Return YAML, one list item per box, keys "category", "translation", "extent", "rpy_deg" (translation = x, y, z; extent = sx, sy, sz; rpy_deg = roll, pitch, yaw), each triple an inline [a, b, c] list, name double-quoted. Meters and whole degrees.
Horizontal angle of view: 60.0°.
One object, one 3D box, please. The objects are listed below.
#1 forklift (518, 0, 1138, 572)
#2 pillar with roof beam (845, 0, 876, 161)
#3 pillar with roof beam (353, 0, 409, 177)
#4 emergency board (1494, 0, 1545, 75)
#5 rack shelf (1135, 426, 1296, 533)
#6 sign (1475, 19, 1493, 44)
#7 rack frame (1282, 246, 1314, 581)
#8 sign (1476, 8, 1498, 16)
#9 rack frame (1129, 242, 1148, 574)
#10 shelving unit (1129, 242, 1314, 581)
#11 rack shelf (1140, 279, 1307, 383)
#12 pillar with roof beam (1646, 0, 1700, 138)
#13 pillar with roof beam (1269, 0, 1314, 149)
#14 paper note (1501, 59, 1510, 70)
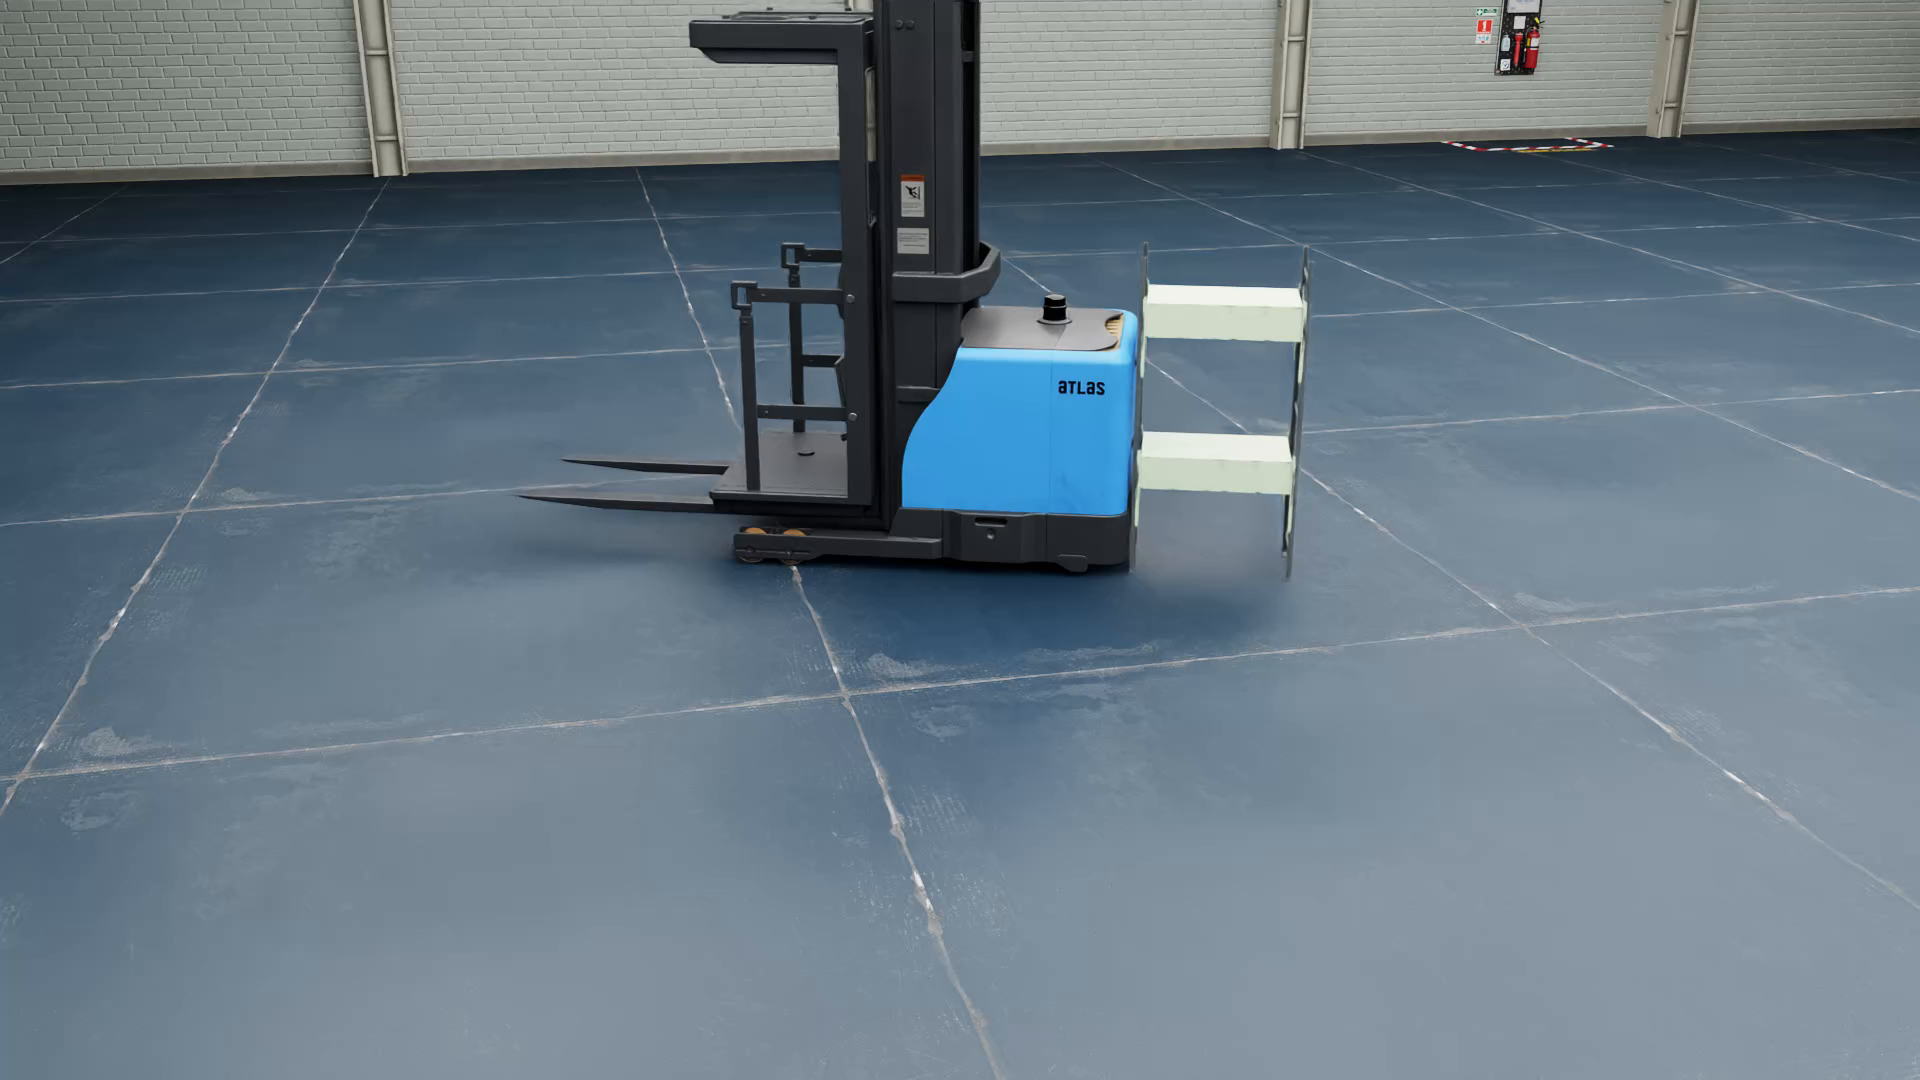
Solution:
- category: "forklift"
  translation: [-0.655, -1.433, 7.966]
  extent: [3.031, 2.935, 1.130]
  rpy_deg: [3, 20, 7]
- category: "pillar with roof beam"
  translation: [-0.271, -7.821, 16.583]
  extent: [0.400, 9.000, 9.100]
  rpy_deg: [-5, 21, -12]
- category: "pillar with roof beam"
  translation: [-6.110, -7.346, 15.286]
  extent: [0.400, 9.000, 9.100]
  rpy_deg: [-5, 21, -12]
- category: "emergency board"
  translation: [8.003, -7.212, 23.642]
  extent: [0.643, 1.169, 0.194]
  rpy_deg: [-5, 21, -12]
- category: "rack shelf"
  translation: [1.201, -0.291, 7.877]
  extent: [0.720, 0.370, 0.431]
  rpy_deg: [3, 20, 7]
- category: "sign"
  translation: [7.441, -7.220, 23.611]
  extent: [0.234, 0.329, 0.001]
  rpy_deg: [-5, 21, -12]
- category: "rack frame"
  translation: [1.564, -0.581, 7.720]
  extent: [0.023, 1.500, 0.400]
  rpy_deg: [3, 20, 7]
- category: "sign"
  translation: [7.448, -7.466, 23.512]
  extent: [0.331, 0.109, 0.001]
  rpy_deg: [-5, 21, -12]
- category: "rack frame"
  translation: [0.839, -0.614, 7.809]
  extent: [0.023, 1.500, 0.400]
  rpy_deg: [3, 20, 7]
- category: "shelving unit"
  translation: [1.201, -0.597, 7.764]
  extent: [0.755, 1.500, 0.431]
  rpy_deg: [3, 20, 7]
- category: "rack shelf"
  translation: [1.201, -0.964, 7.630]
  extent: [0.720, 0.370, 0.431]
  rpy_deg: [3, 20, 7]
- category: "pillar with roof beam"
  translation: [11.407, -8.771, 19.175]
  extent: [0.400, 9.000, 9.100]
  rpy_deg: [-5, 21, -12]
- category: "pillar with roof beam"
  translation: [5.568, -8.296, 17.879]
  extent: [0.400, 9.000, 9.100]
  rpy_deg: [-5, 21, -12]
- category: "paper note"
  translation: [7.815, -6.808, 23.818]
  extent: [0.142, 0.148, 0.016]
  rpy_deg: [-5, 21, -12]
